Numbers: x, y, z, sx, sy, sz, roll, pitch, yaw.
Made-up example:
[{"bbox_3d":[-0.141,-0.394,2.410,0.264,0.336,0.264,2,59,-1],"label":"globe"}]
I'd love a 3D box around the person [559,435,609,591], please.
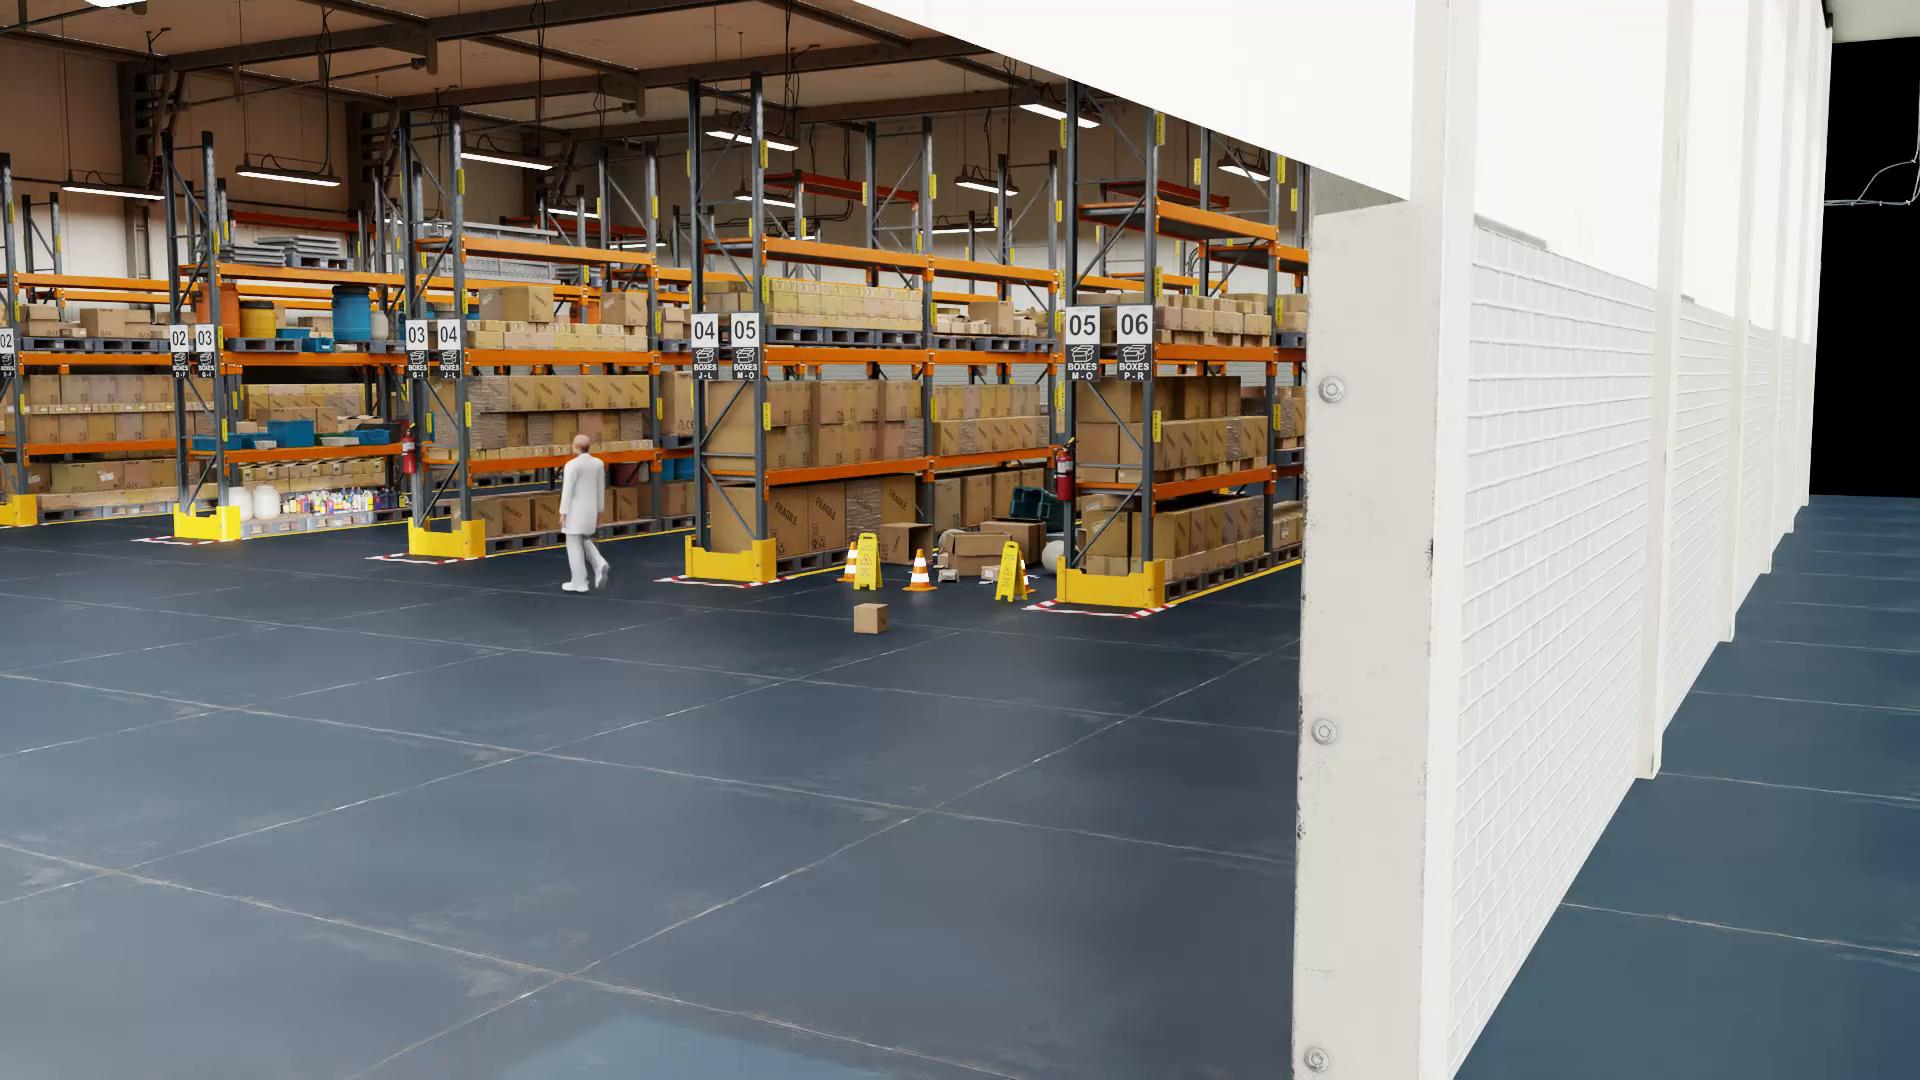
[{"bbox_3d":[-4.274,-0.305,18.814,0.560,1.774,0.585,4,7,33],"label":"person"}]
